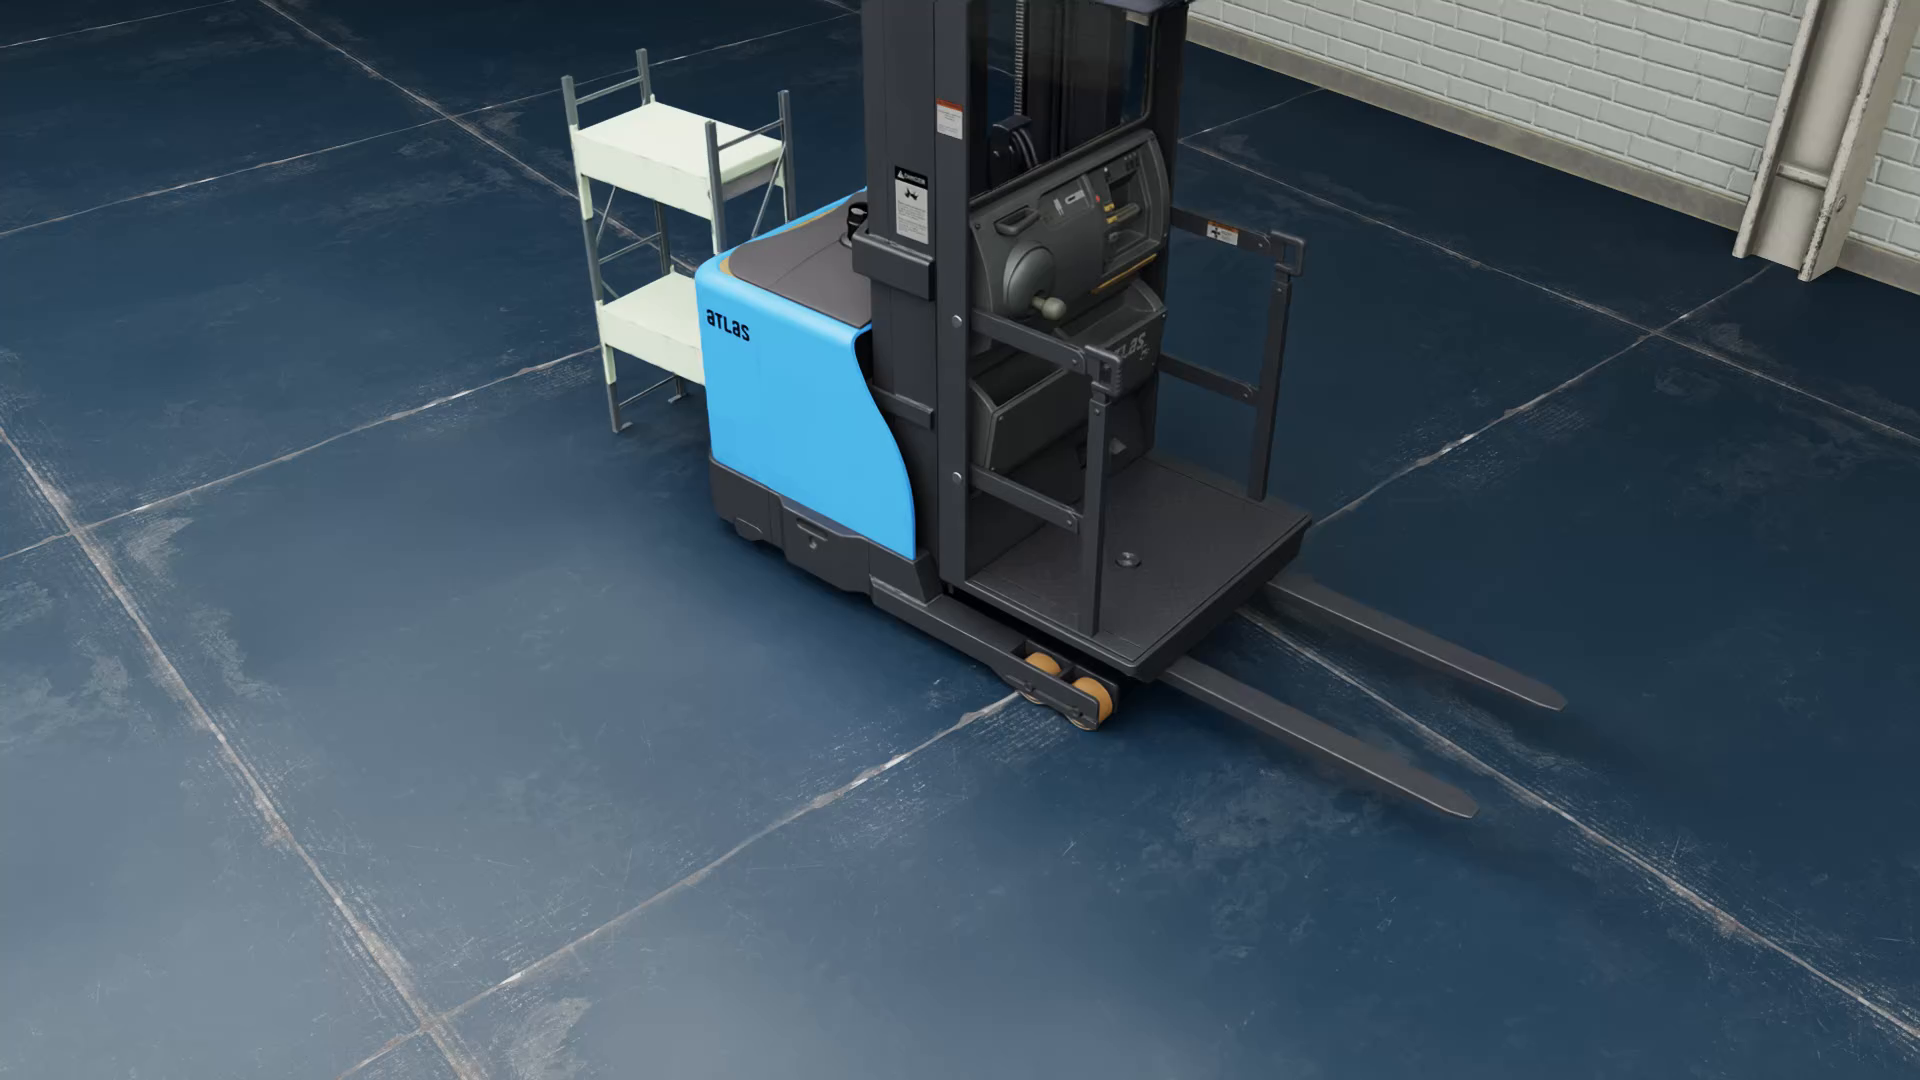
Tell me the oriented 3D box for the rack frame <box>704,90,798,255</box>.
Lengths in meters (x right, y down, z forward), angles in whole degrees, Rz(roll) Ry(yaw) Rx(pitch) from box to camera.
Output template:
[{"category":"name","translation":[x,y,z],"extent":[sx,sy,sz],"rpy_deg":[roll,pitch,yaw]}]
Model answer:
[{"category":"rack frame","translation":[-0.733,-0.890,6.201],"extent":[0.023,1.500,0.400],"rpy_deg":[24,42,31]}]

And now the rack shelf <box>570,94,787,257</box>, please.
[{"category":"rack shelf","translation":[-1.023,-1.338,6.163],"extent":[0.720,0.370,0.431],"rpy_deg":[24,42,31]}]

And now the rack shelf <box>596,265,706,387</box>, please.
[{"category":"rack shelf","translation":[-1.019,-0.752,6.574],"extent":[0.720,0.370,0.431],"rpy_deg":[24,42,31]}]

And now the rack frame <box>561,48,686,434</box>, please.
[{"category":"rack frame","translation":[-1.309,-1.148,6.573],"extent":[0.023,1.500,0.400],"rpy_deg":[24,42,31]}]

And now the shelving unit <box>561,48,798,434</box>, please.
[{"category":"shelving unit","translation":[-1.021,-1.019,6.387],"extent":[0.755,1.500,0.431],"rpy_deg":[24,42,31]}]

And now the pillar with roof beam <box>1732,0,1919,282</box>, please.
[{"category":"pillar with roof beam","translation":[0.783,-3.452,3.338],"extent":[9.100,9.000,0.400],"rpy_deg":[-26,43,-32]}]

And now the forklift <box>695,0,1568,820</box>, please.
[{"category":"forklift","translation":[0.517,-0.930,5.027],"extent":[3.031,2.935,1.130],"rpy_deg":[26,43,32]}]
